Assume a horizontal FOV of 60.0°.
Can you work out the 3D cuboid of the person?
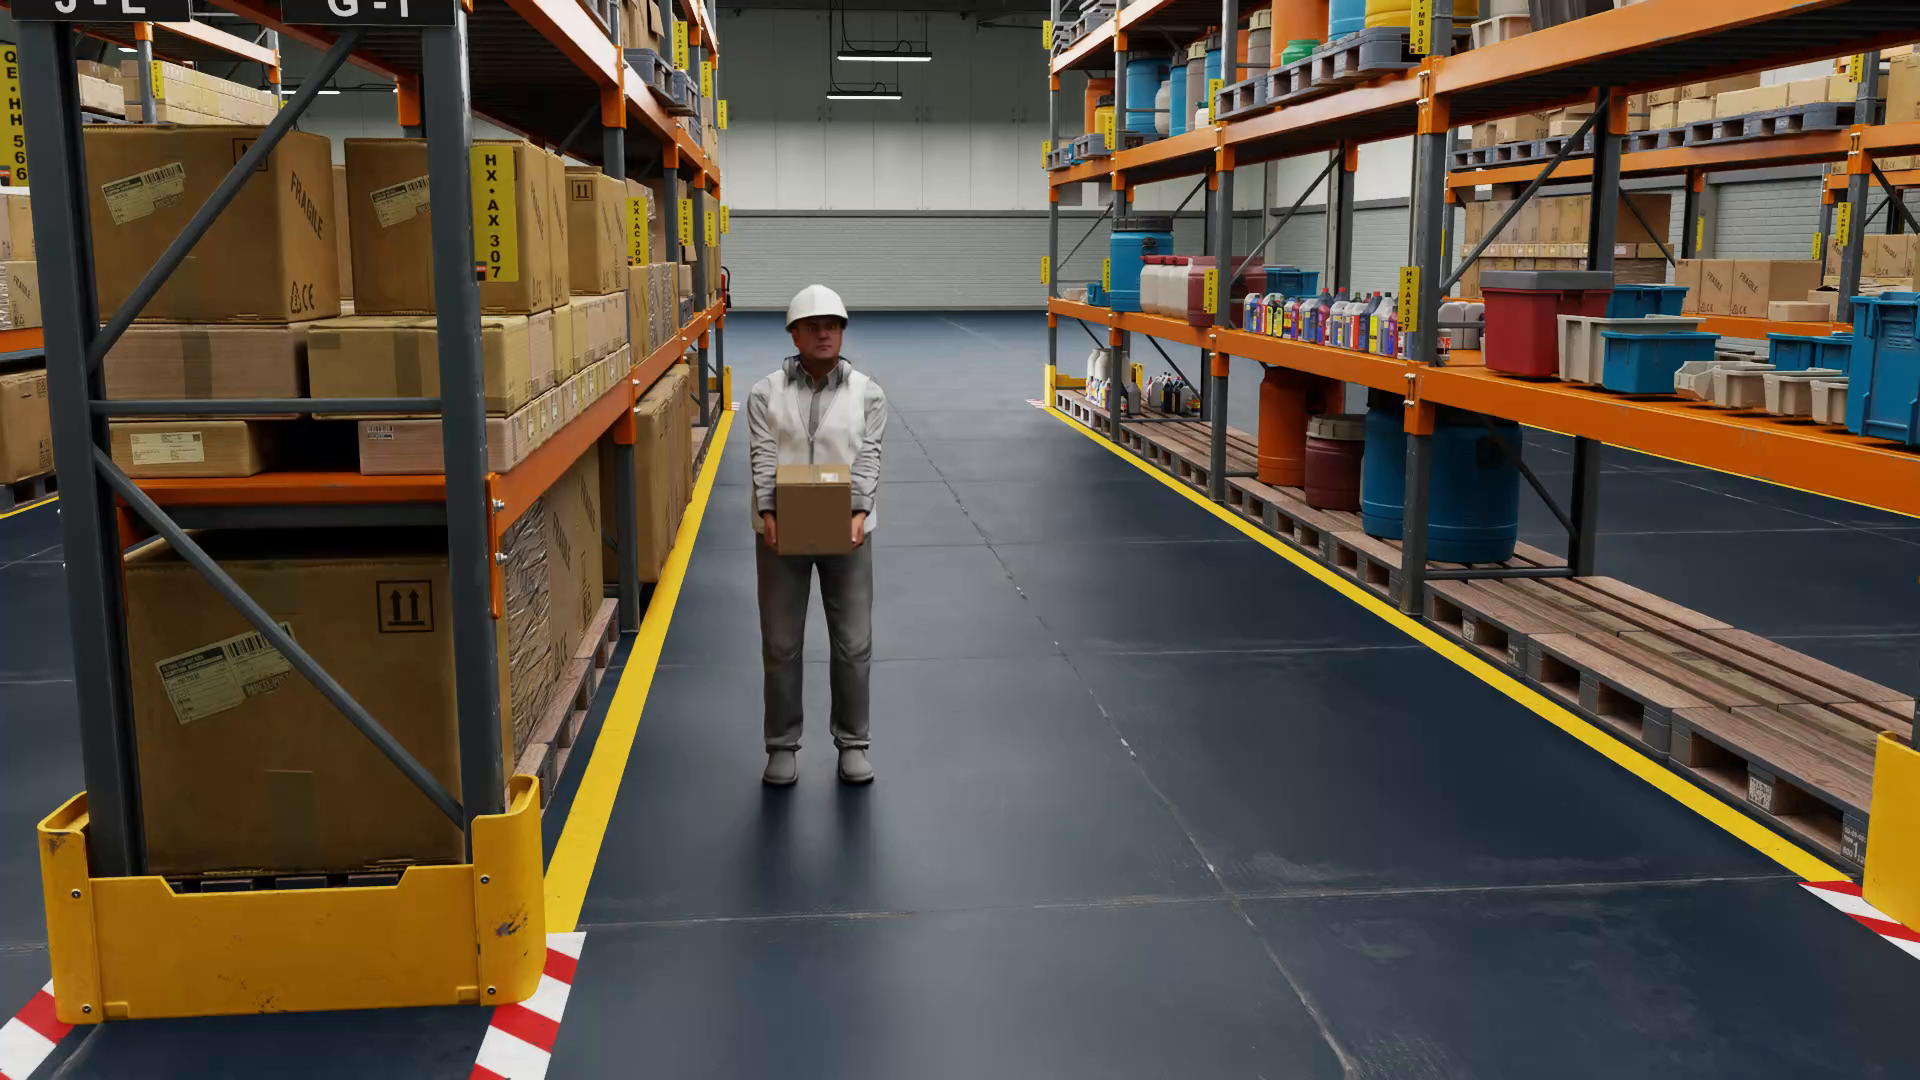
[{"bbox_3d":[-0.495,-0.003,5.864,0.494,1.765,0.546,-1,10,-5],"label":"person"}]
